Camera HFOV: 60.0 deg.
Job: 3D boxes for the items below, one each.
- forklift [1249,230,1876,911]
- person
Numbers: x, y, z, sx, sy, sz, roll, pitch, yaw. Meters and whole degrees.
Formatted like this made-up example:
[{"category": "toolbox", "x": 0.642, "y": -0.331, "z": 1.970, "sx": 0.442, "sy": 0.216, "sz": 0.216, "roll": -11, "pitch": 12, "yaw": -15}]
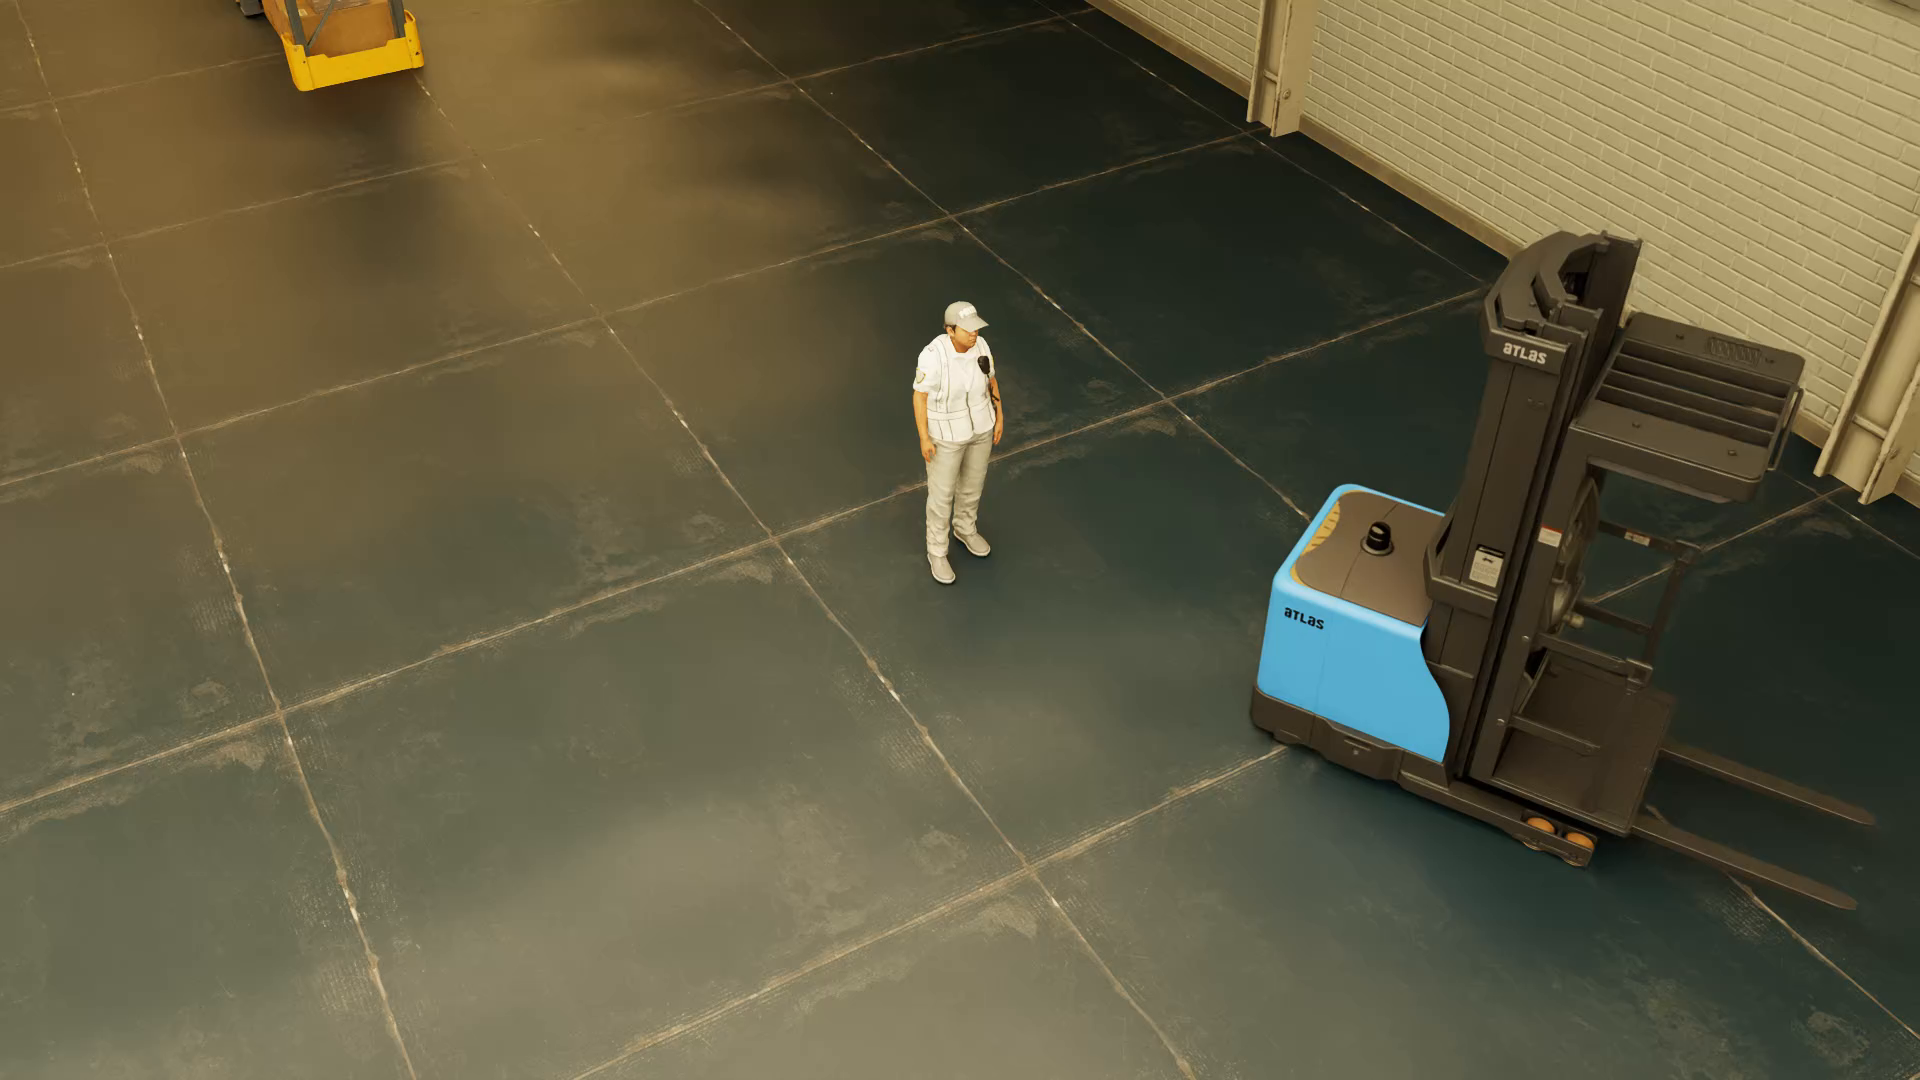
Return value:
[{"category": "forklift", "x": 3.107, "y": 0.117, "z": 7.895, "sx": 3.031, "sy": 2.935, "sz": 1.130, "roll": 21, "pitch": 44, "yaw": 23}, {"category": "person", "x": 0.019, "y": -0.597, "z": 9.736, "sx": 0.598, "sy": 1.670, "sz": 0.529, "roll": -20, "pitch": 44, "yaw": -23}]
